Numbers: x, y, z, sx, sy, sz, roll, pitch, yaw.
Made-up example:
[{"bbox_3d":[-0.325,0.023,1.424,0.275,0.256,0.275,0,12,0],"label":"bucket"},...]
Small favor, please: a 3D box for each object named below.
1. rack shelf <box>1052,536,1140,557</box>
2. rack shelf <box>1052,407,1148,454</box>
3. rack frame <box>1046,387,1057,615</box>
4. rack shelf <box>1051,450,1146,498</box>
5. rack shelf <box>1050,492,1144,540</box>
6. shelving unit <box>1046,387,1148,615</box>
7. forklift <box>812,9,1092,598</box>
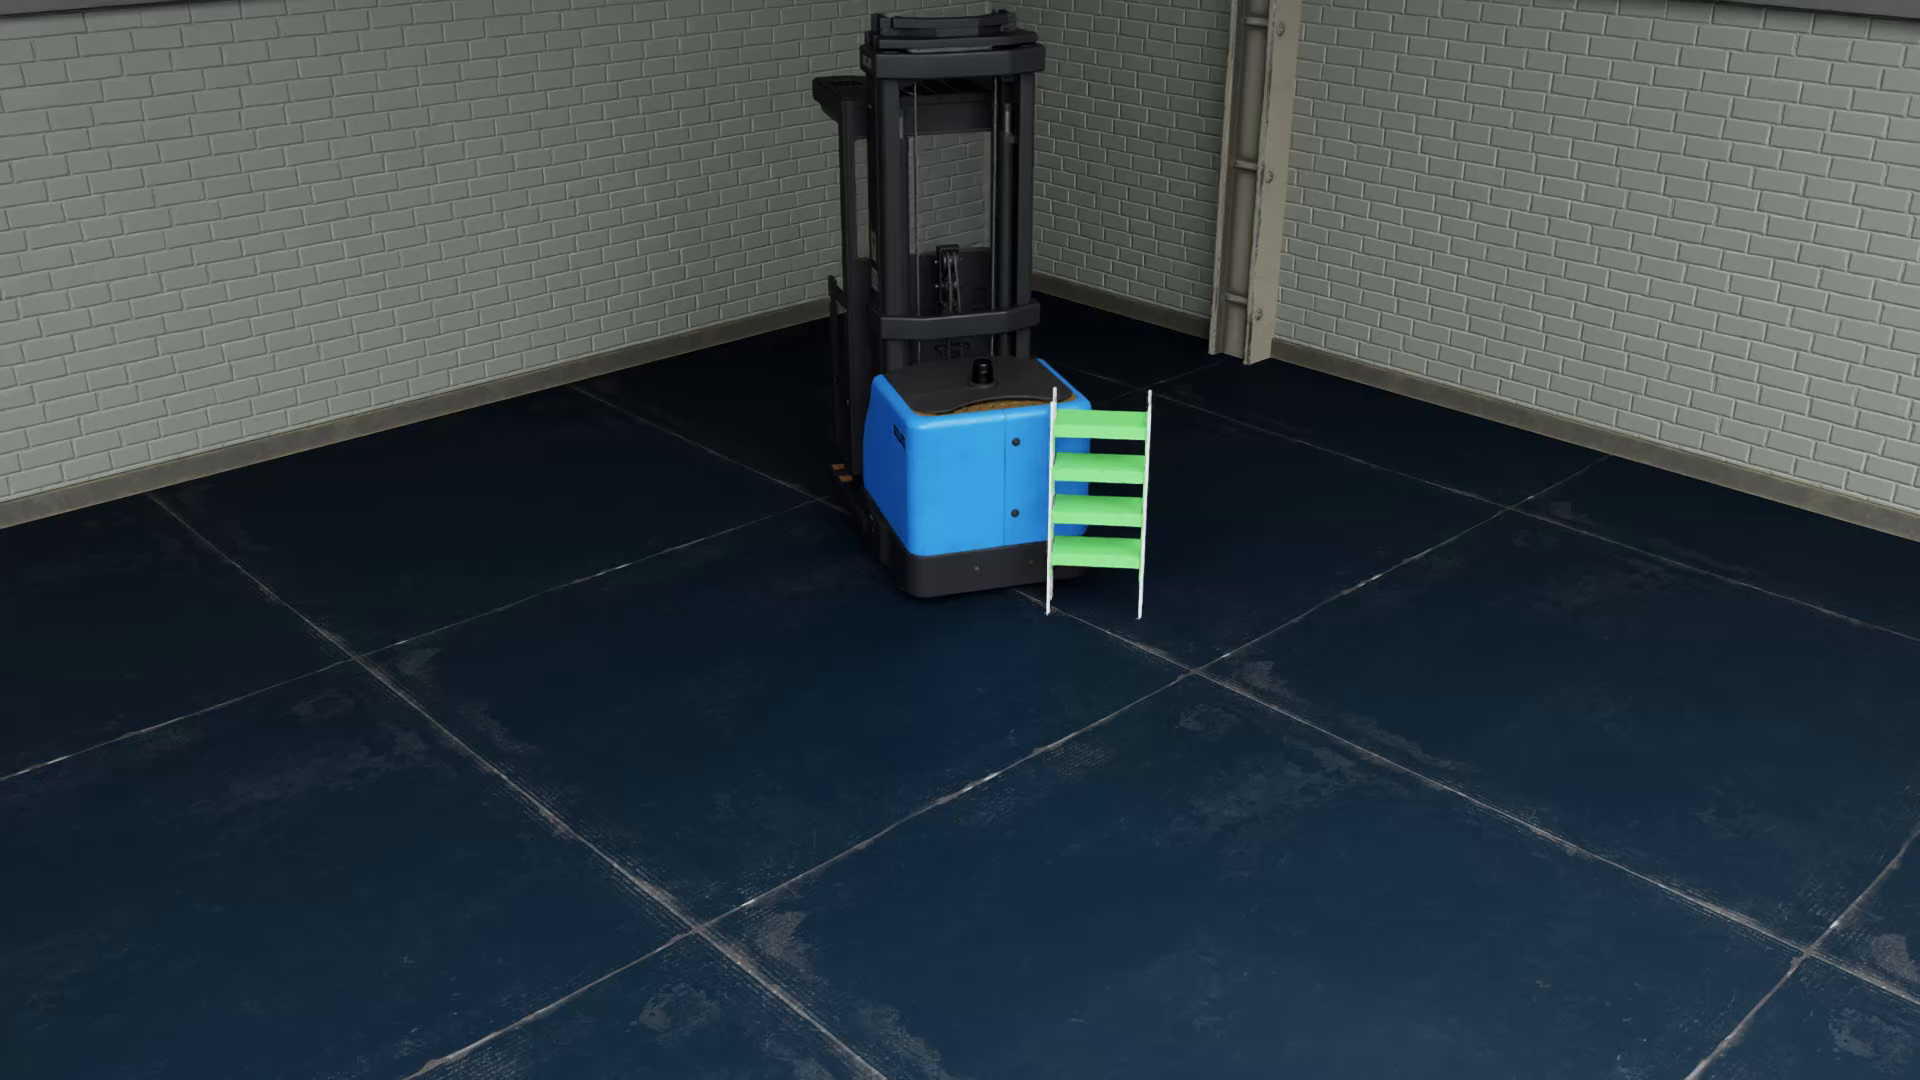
[{"bbox_3d":[0.723,0.043,8.812,0.457,0.021,0.221,3,25,6],"label":"rack shelf"},{"bbox_3d":[0.721,-0.563,8.535,0.480,0.148,0.258,3,25,6],"label":"rack shelf"},{"bbox_3d":[0.480,-0.195,8.733,0.015,1.200,0.240,3,25,6],"label":"rack frame"},{"bbox_3d":[0.722,-0.345,8.635,0.480,0.148,0.258,3,25,6],"label":"rack shelf"},{"bbox_3d":[0.722,-0.127,8.734,0.480,0.148,0.258,3,25,6],"label":"rack shelf"},{"bbox_3d":[0.716,-0.185,8.709,0.492,1.200,0.258,3,25,6],"label":"shelving unit"},{"bbox_3d":[-0.207,-1.612,9.753,1.130,2.935,3.031,-7,26,-16],"label":"forklift"}]
